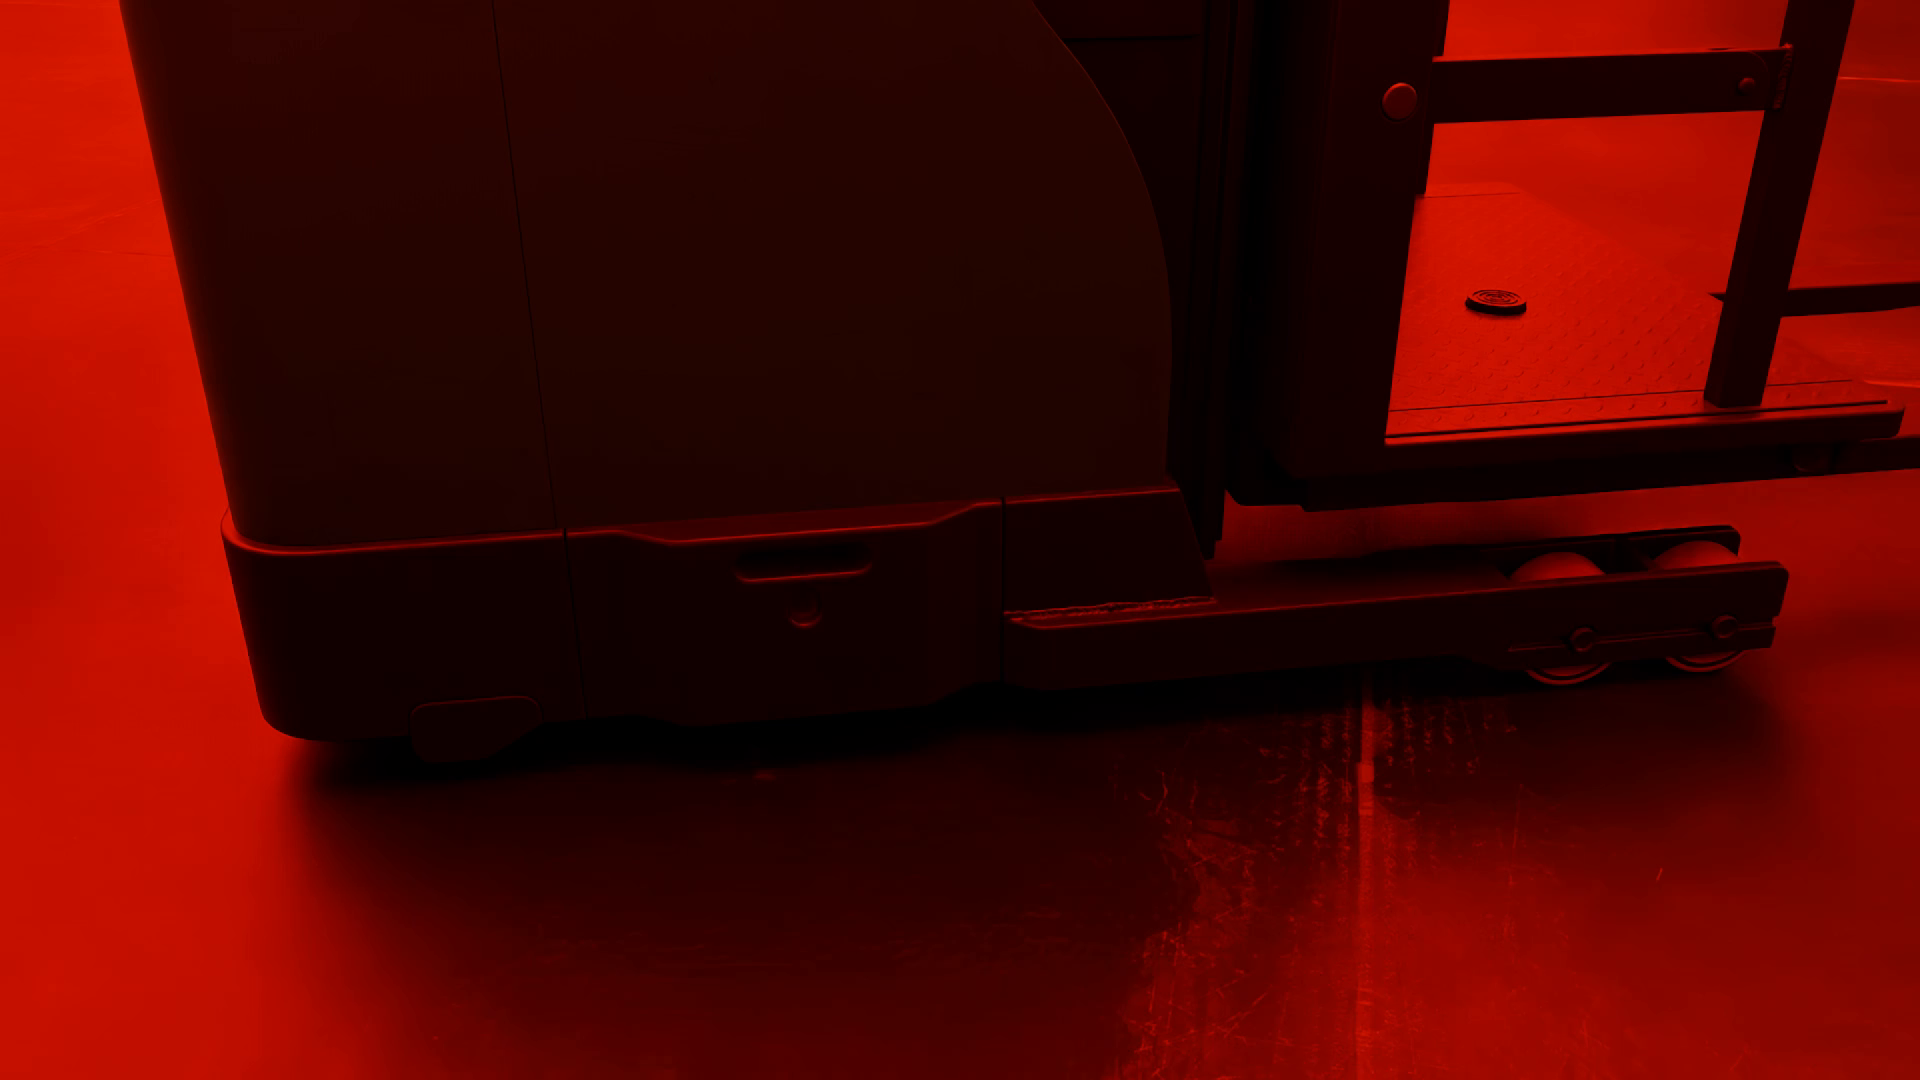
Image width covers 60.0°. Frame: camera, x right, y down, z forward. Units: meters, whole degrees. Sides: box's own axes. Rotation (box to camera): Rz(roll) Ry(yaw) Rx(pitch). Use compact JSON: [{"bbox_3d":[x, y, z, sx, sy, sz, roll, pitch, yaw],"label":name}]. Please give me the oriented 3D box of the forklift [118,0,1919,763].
[{"bbox_3d":[0.600,-1.354,1.930,3.031,2.935,1.130,-4,27,-9],"label":"forklift"}]
